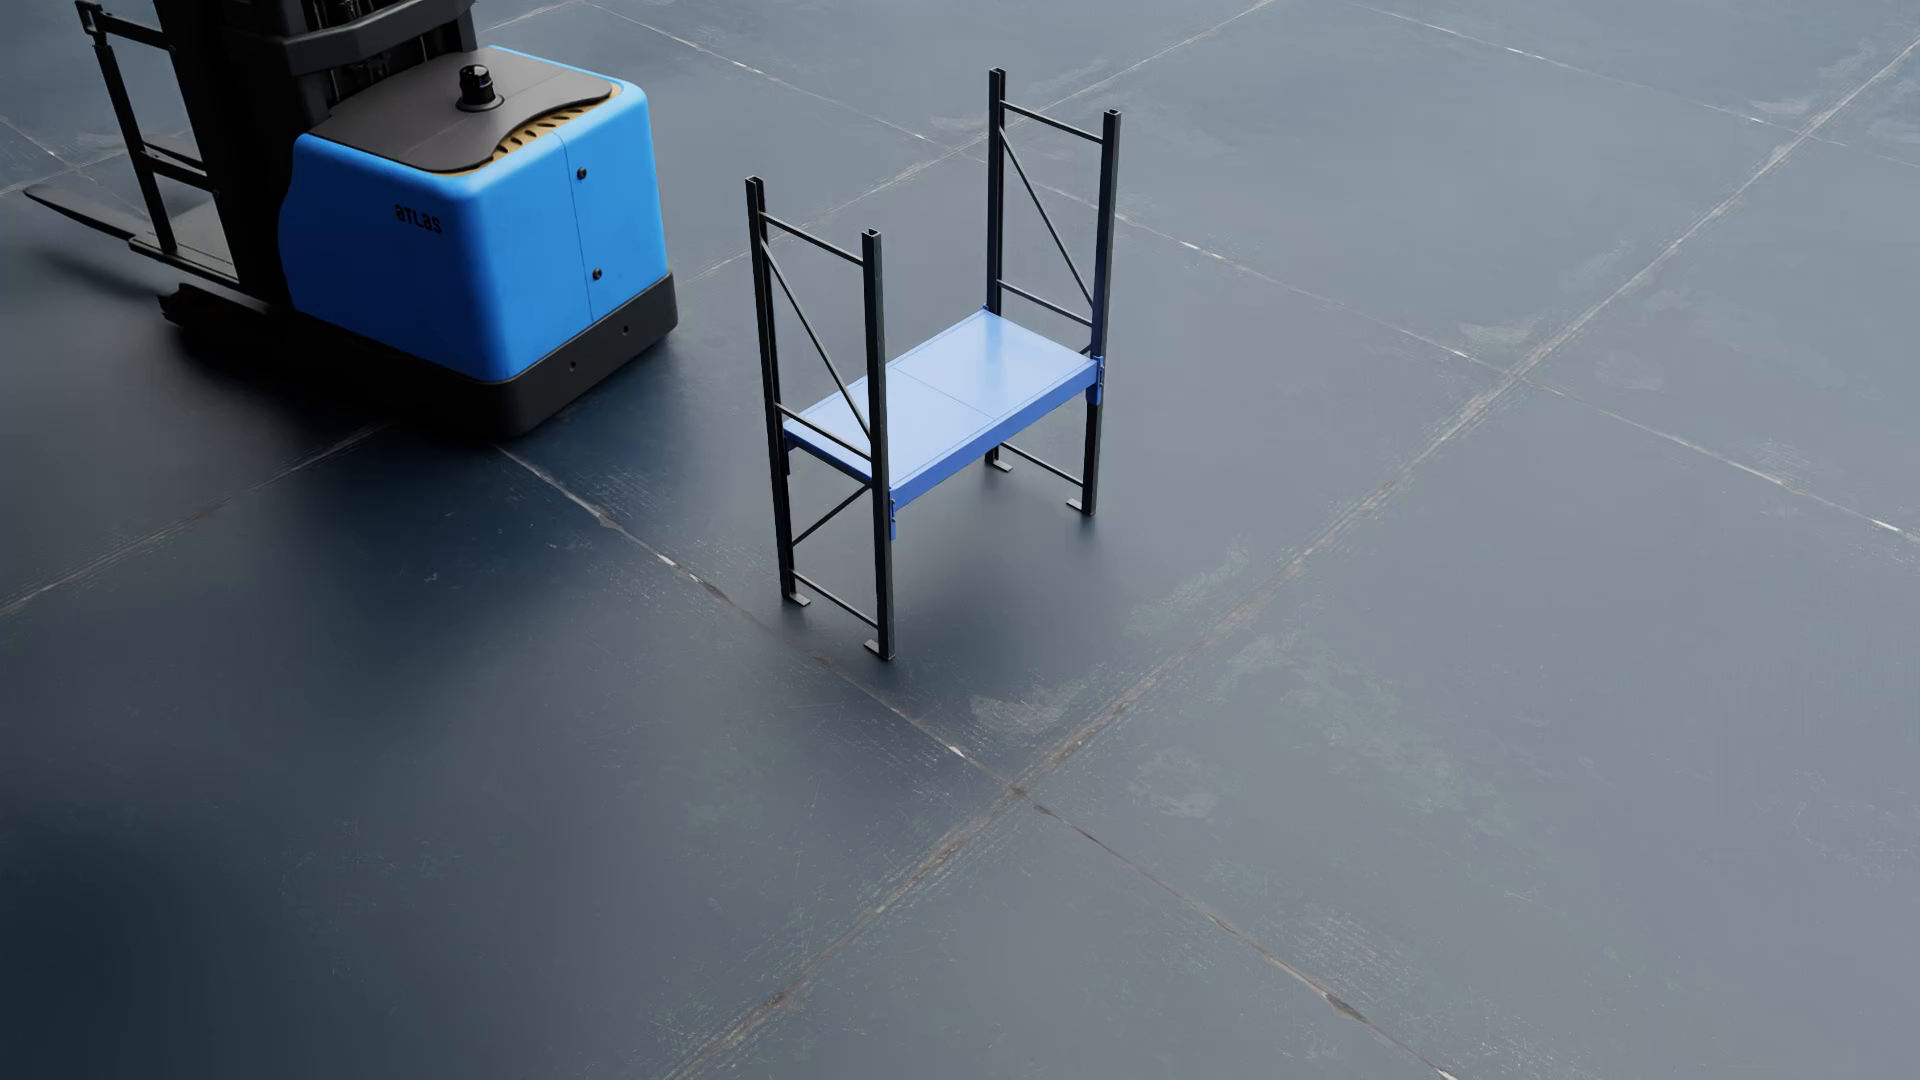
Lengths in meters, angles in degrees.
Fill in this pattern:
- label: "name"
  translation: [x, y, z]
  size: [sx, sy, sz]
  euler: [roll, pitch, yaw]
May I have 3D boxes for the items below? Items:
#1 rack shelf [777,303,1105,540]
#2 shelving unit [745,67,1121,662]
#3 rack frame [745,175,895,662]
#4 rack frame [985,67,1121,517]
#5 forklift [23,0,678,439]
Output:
- label: "rack shelf"
  translation: [-0.058, -0.407, 5.346]
  size: [0.538, 0.185, 1.000]
  euler: [30, 47, 32]
- label: "shelving unit"
  translation: [-0.058, -0.548, 5.234]
  size: [0.538, 1.500, 1.048]
  euler: [30, 47, 32]
- label: "rack frame"
  translation: [-0.400, -0.314, 4.940]
  size: [0.500, 1.500, 0.032]
  euler: [30, 47, 32]
- label: "rack frame"
  translation: [0.285, -0.781, 5.528]
  size: [0.500, 1.500, 0.032]
  euler: [30, 47, 32]
- label: "forklift"
  translation: [-2.669, -2.205, 6.168]
  size: [3.031, 2.935, 1.130]
  euler: [21, 43, 24]
